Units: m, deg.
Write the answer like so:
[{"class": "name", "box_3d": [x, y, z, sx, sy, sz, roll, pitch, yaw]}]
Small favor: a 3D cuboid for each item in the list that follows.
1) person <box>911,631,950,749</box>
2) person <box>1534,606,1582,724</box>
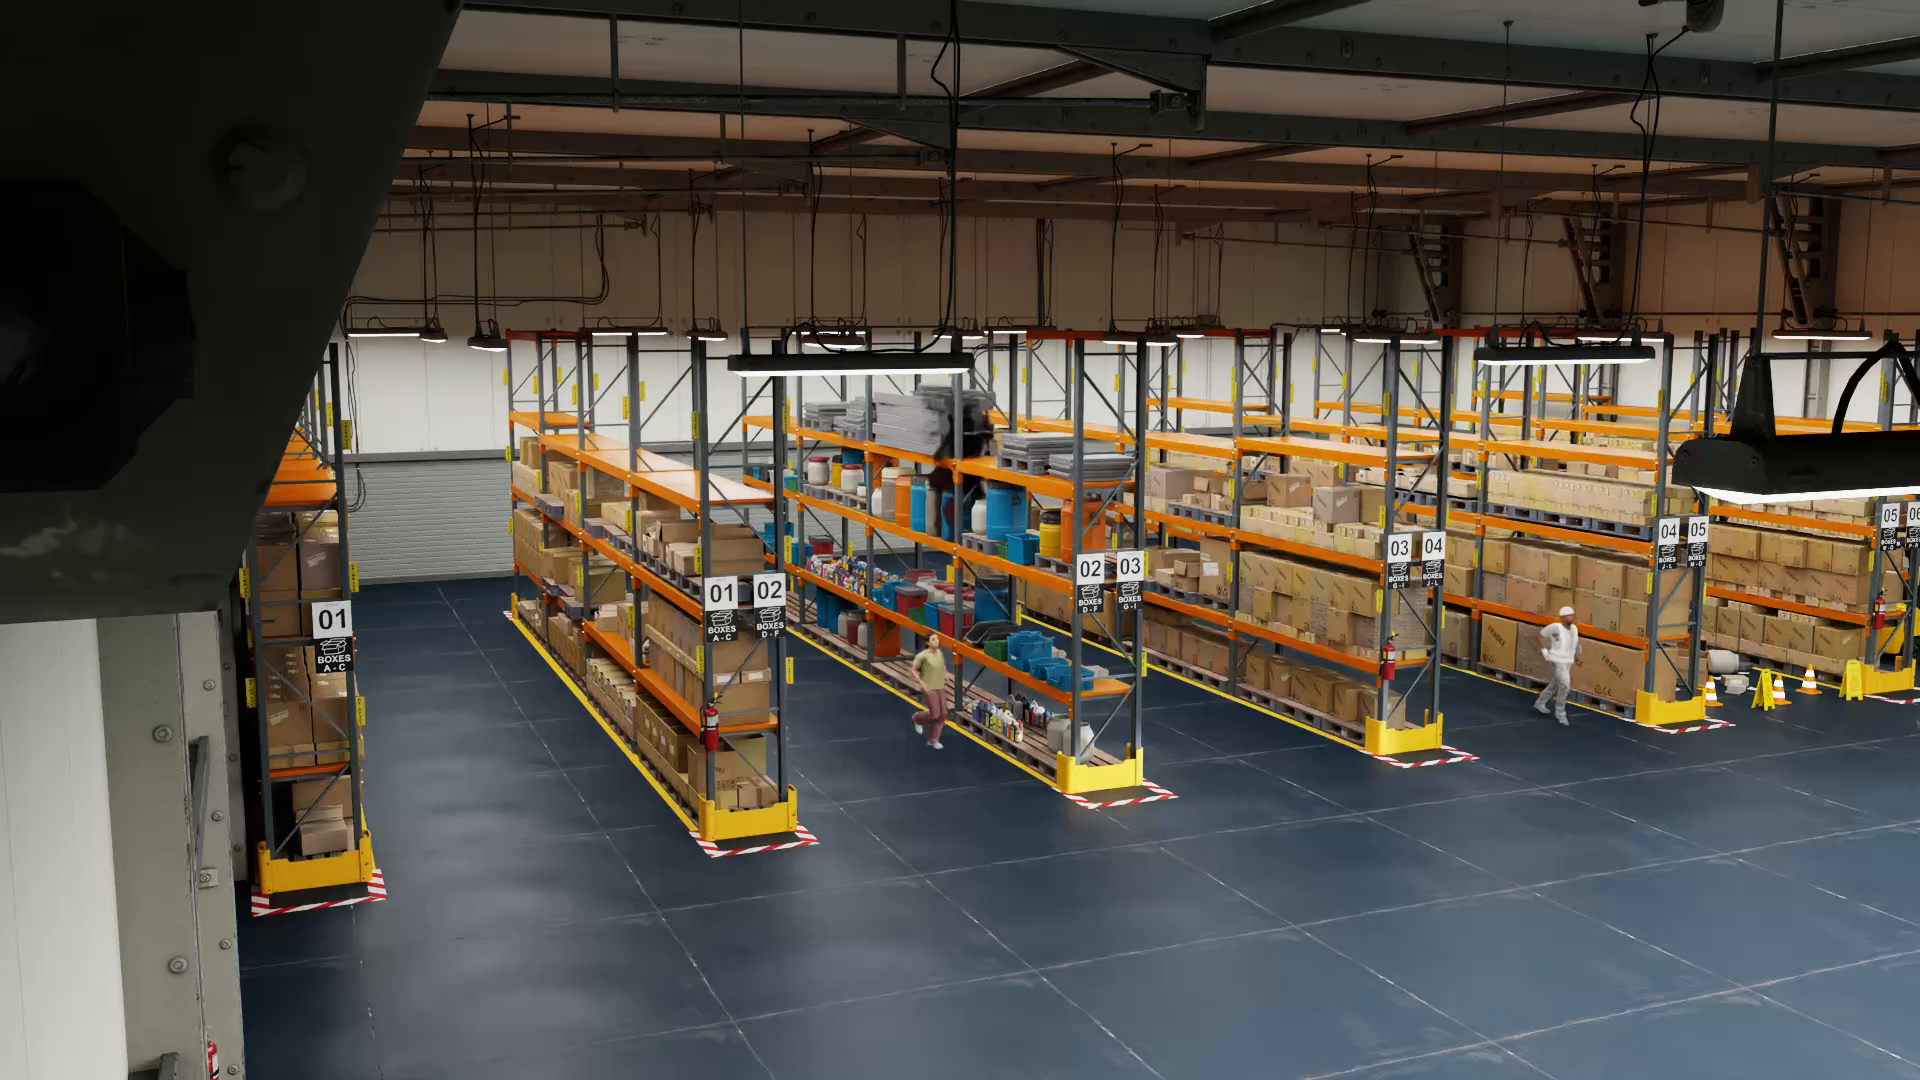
[{"class": "person", "box_3d": [-0.407, 2.080, 23.271, 0.581, 1.636, 0.565, -6, 10, -39]}, {"class": "person", "box_3d": [9.389, 1.940, 26.063, 0.681, 1.838, 0.764, -5, 9, -32]}]
